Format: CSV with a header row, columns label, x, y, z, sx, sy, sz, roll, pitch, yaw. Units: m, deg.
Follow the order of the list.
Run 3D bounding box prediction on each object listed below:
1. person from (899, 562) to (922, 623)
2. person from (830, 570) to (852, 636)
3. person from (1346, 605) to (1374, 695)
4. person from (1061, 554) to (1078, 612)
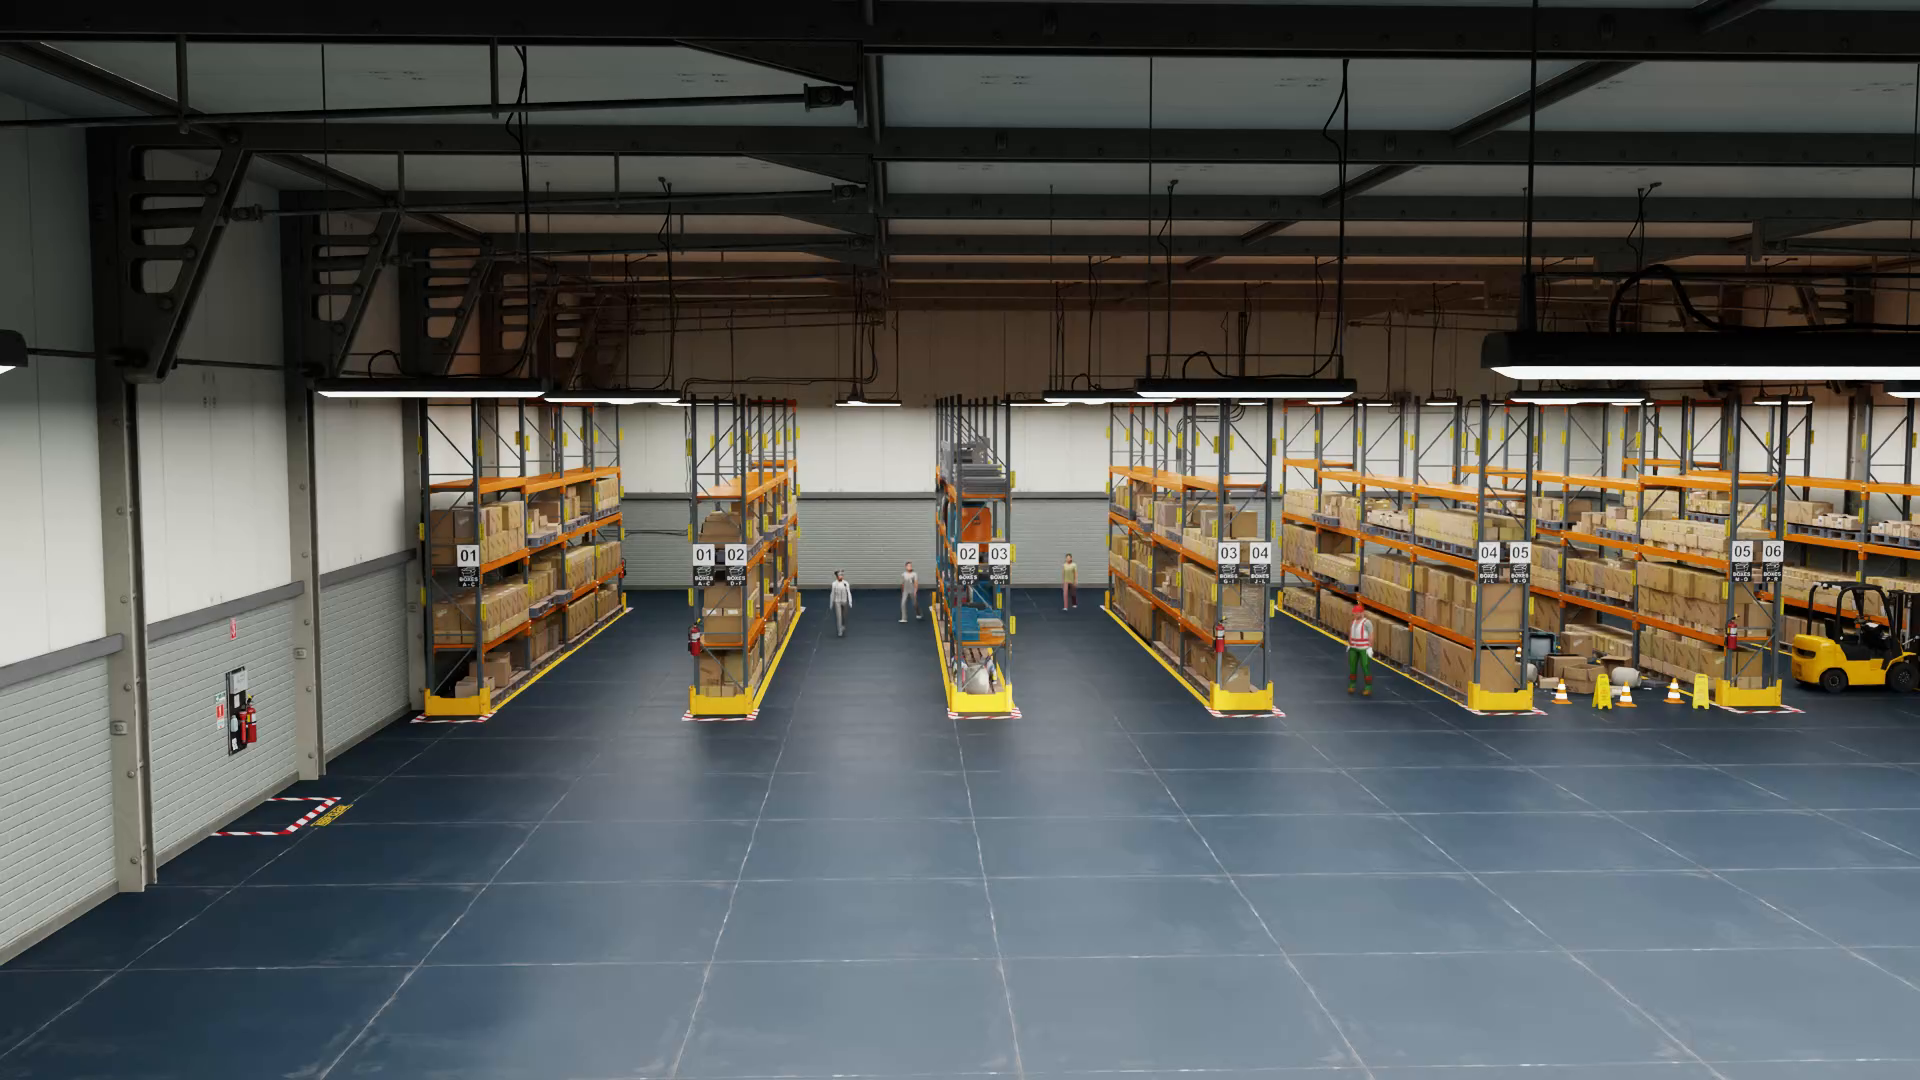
label,x,y,z,sx,sy,sz,roll,pitch,yaw
person,-1.342,1.395,44.647,0.512,1.619,0.980,2,5,21
person,-3.028,1.571,42.223,0.542,1.646,0.933,-1,5,-13
person,8.020,2.194,33.449,0.391,1.786,0.621,-4,6,-39
person,3.102,1.201,47.186,0.474,1.625,1.006,1,5,11
